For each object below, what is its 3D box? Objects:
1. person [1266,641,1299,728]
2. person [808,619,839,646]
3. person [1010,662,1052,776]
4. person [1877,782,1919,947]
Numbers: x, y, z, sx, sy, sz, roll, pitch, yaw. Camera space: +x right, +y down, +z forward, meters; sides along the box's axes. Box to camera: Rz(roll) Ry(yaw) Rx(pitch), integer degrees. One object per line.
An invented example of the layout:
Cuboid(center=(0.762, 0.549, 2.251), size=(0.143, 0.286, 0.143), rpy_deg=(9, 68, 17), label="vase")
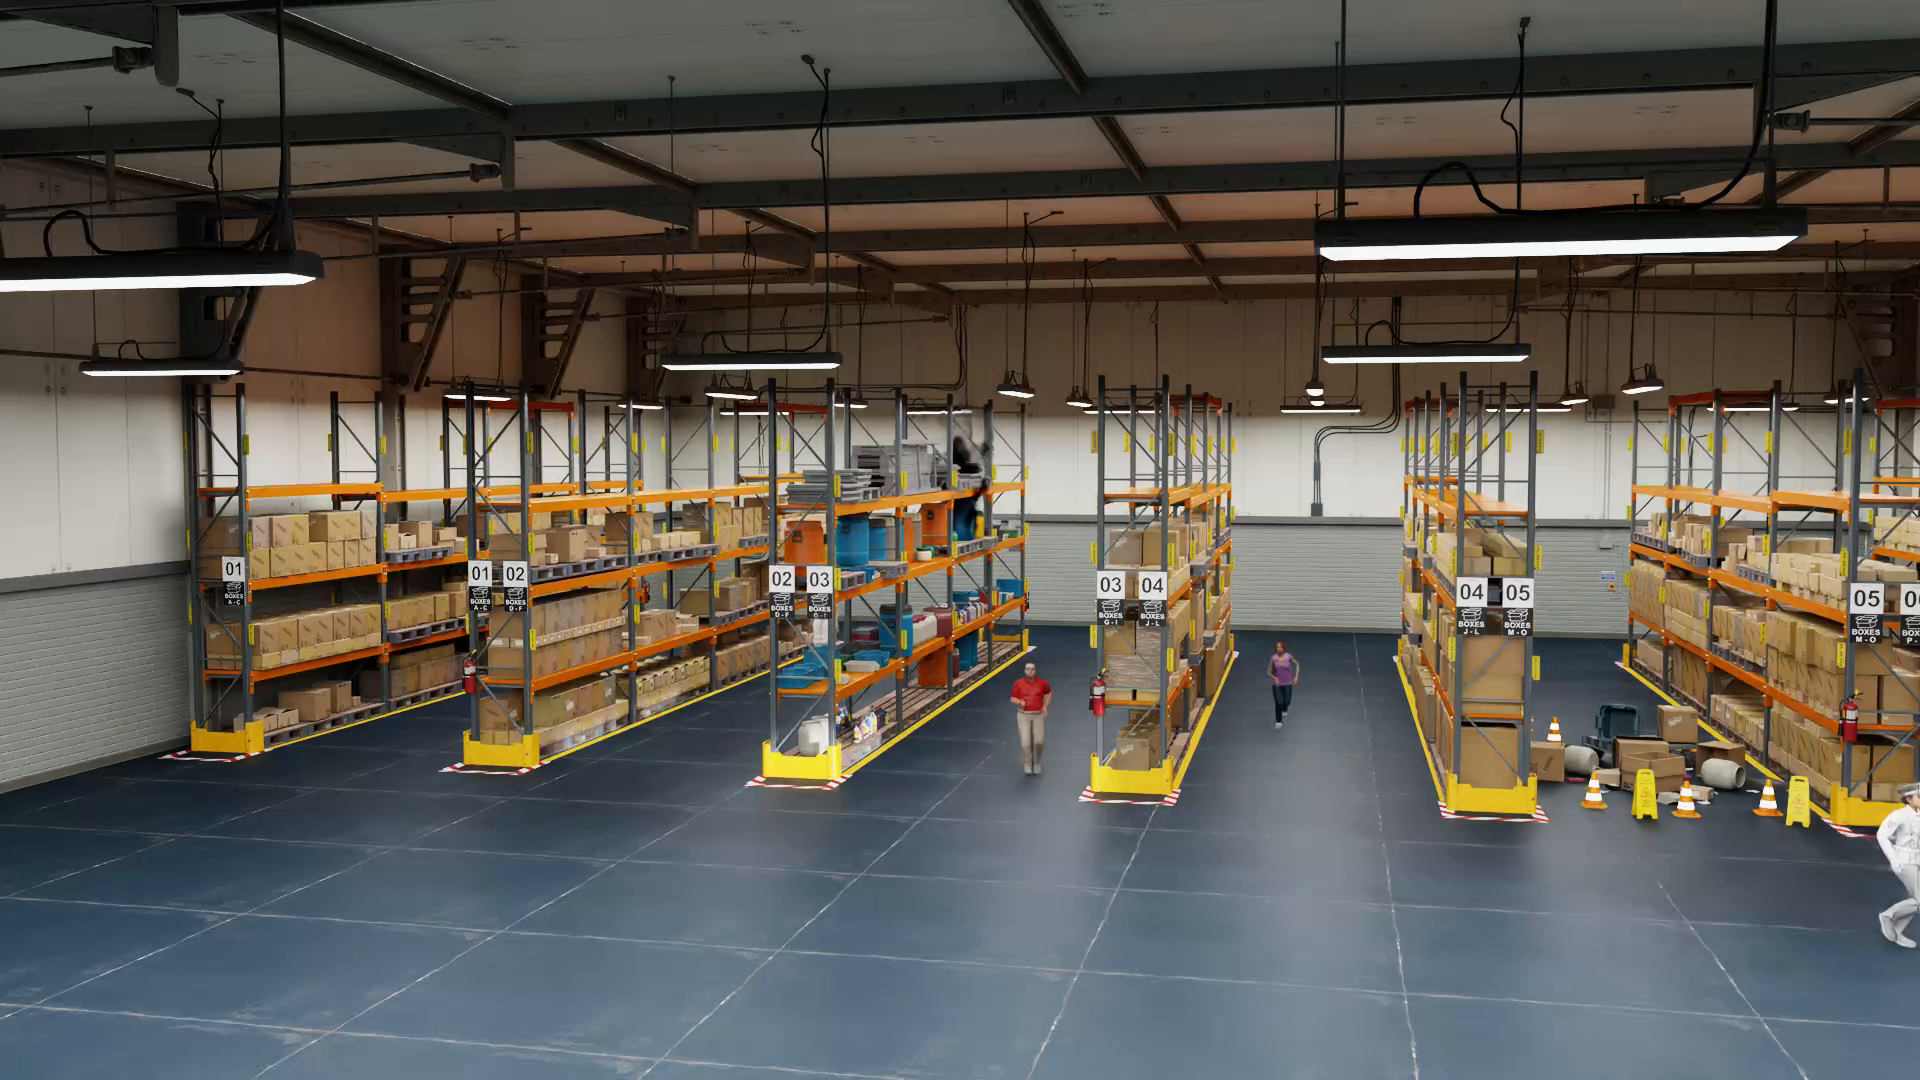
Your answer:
Cuboid(center=(5.670, 2.557, 29.220), size=(0.567, 1.555, 0.630), rpy_deg=(1, 3, 12), label="person")
Cuboid(center=(-2.843, 2.156, 34.535), size=(0.681, 1.776, 0.879), rpy_deg=(0, 3, 7), label="person")
Cuboid(center=(1.082, 2.720, 25.130), size=(0.645, 1.733, 0.651), rpy_deg=(0, 3, 0), label="person")
Cuboid(center=(9.502, 3.226, 16.543), size=(0.628, 1.663, 0.518), rpy_deg=(-2, 4, -32), label="person")
